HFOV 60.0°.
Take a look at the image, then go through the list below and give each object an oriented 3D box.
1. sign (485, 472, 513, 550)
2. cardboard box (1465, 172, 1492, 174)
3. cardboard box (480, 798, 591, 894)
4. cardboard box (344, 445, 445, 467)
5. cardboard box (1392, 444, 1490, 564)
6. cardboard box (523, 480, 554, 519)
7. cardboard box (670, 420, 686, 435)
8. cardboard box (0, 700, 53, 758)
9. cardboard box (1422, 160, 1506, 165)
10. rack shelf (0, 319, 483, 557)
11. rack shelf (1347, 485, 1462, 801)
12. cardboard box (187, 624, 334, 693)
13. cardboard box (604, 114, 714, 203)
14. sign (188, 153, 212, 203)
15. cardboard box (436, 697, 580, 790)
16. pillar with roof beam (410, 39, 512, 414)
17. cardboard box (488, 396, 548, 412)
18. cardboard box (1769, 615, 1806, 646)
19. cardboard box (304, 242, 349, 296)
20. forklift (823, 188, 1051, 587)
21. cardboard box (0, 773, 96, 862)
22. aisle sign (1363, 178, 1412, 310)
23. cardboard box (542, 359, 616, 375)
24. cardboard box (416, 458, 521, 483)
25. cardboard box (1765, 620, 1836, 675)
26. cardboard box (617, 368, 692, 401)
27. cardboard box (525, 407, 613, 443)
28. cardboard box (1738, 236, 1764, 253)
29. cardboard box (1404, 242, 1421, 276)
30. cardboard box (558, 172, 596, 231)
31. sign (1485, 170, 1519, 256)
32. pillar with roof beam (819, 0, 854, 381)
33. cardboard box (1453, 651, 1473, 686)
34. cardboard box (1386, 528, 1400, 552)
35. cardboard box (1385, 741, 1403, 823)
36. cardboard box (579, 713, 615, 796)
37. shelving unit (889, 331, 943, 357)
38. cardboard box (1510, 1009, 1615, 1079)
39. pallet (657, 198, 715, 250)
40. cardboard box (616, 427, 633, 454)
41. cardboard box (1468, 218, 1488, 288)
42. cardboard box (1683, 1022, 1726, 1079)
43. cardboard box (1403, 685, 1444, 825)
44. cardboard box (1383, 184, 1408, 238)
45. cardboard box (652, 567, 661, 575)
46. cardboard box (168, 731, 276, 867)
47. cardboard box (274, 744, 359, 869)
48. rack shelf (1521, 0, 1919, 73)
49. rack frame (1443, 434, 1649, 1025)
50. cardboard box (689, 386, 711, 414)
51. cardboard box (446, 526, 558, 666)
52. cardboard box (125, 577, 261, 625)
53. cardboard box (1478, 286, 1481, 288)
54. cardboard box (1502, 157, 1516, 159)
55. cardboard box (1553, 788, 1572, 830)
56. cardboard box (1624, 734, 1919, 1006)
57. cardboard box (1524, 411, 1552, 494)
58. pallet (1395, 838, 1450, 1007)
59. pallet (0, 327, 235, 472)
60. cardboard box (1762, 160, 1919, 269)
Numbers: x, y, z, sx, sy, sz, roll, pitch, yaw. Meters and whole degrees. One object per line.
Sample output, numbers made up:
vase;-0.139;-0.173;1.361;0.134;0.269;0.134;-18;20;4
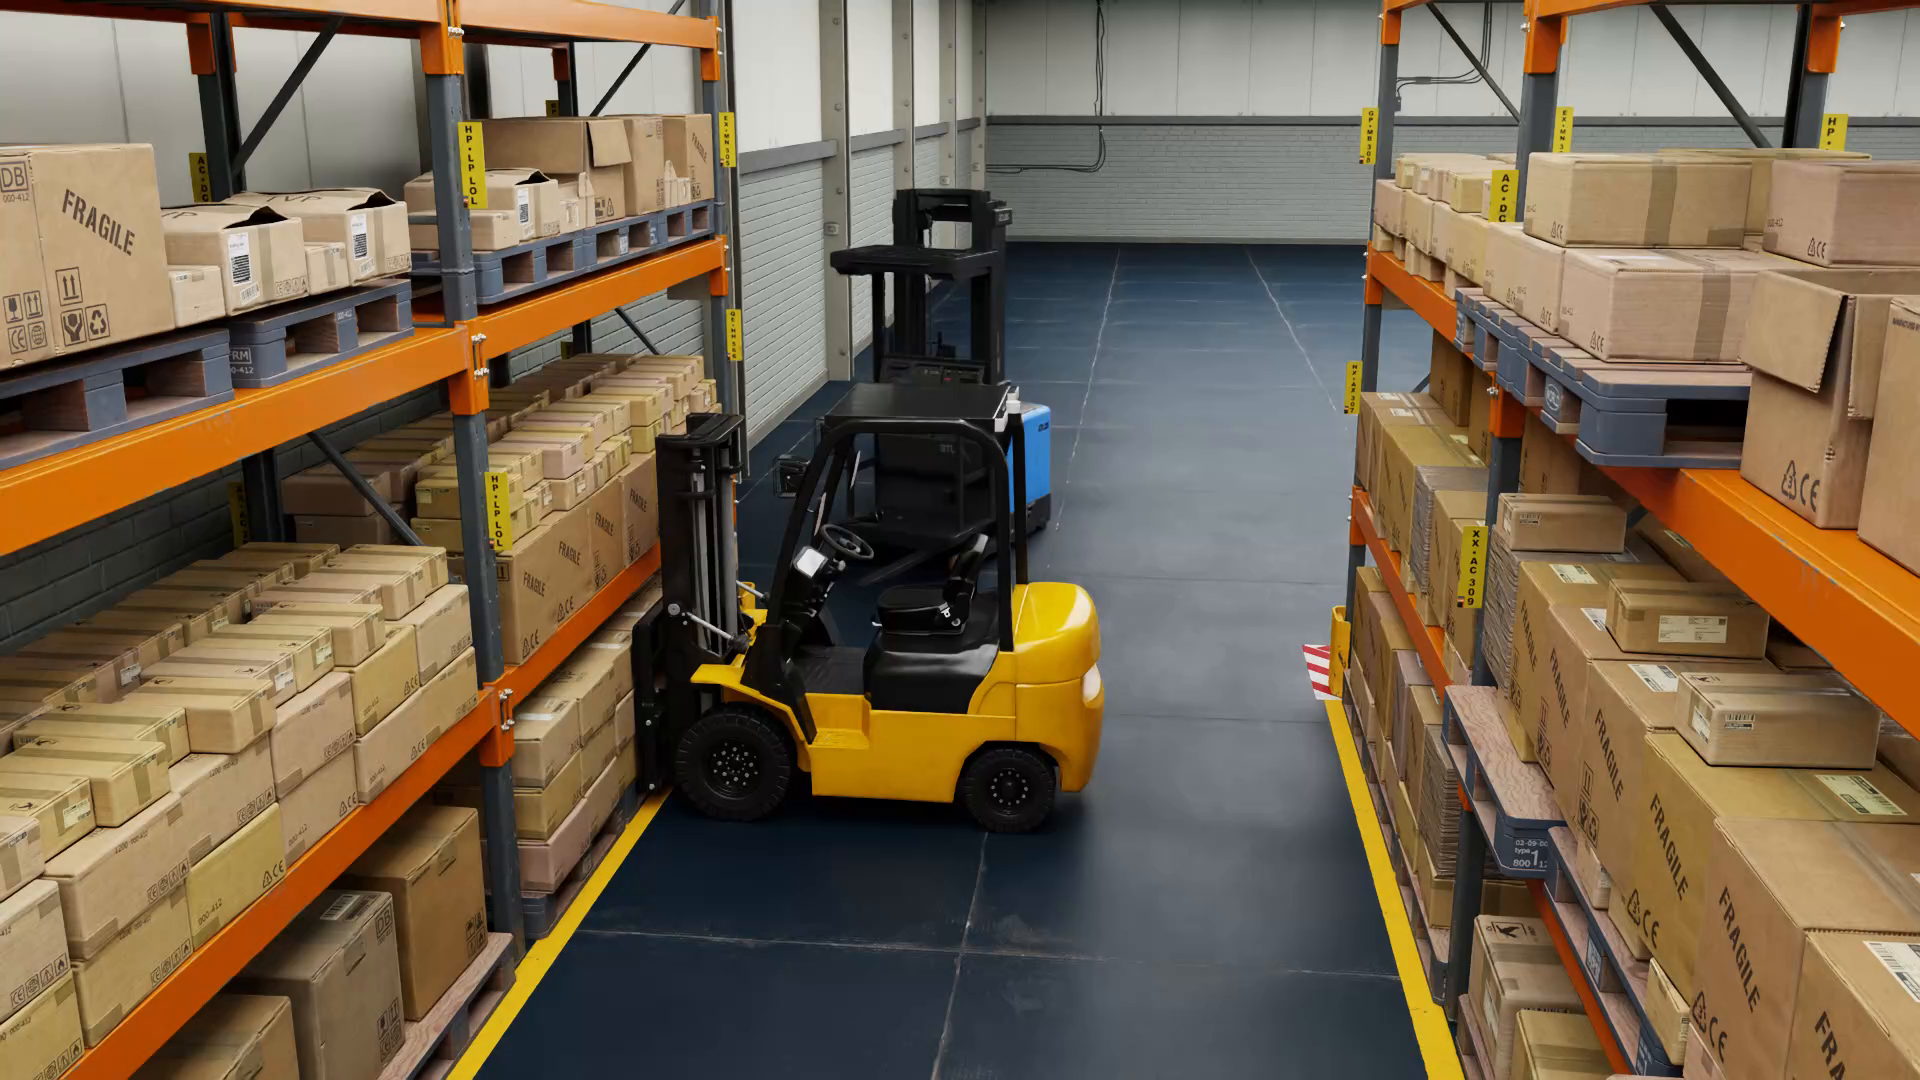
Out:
sign;-1.885;-0.117;6.780;0.100;0.325;0.005;2;15;6
cardboard box;2.428;-1.535;7.300;0.380;0.149;0.250;1;15;5
cardboard box;-2.041;1.400;7.703;0.500;0.250;0.500;2;15;7
cardboard box;-2.603;-0.339;7.665;0.380;0.149;0.250;2;15;6
cardboard box;2.469;-0.180;8.320;0.500;0.500;0.500;1;15;5
cardboard box;-2.098;-0.181;7.652;0.380;0.149;0.250;2;15;6
cardboard box;-1.836;-0.425;9.797;0.500;0.500;0.500;2;15;8
cardboard box;-2.887;0.578;4.845;0.380;0.149;0.250;2;15;8
cardboard box;2.579;-1.868;8.532;0.380;0.149;0.250;2;15;6
rack shelf;-2.651;-0.191;4.755;1.077;0.370;4.000;2;15;6
rack shelf;2.733;0.364;8.446;1.077;0.370;4.000;2;15;6
cardboard box;-2.324;0.392;5.532;0.380;0.149;0.250;1;15;5
cardboard box;-1.781;-2.272;9.884;0.500;0.500;0.500;2;15;8
sign;-2.977;-1.361;6.561;0.100;0.325;0.005;2;15;6
cardboard box;-2.059;0.916;7.574;0.500;0.250;0.500;1;15;5
pillar with roof beam;1.330;-3.262;8.986;9.100;9.000;0.400;2;15;6
cardboard box;-2.427;-0.671;8.892;0.380;0.149;0.250;2;15;7
cardboard box;2.607;0.205;4.847;0.380;0.149;0.250;1;15;4
cardboard box;-2.247;-0.893;5.456;0.380;0.149;0.250;2;15;6
forklift;-0.324;-1.258;13.198;1.130;2.935;3.031;8;17;26
cardboard box;-2.500;0.722;4.312;0.380;0.149;0.250;2;15;7
aisle sign;2.658;-1.782;10.024;0.394;0.787;0.004;2;15;6
cardboard box;-2.316;-1.004;10.124;0.380;0.149;0.250;2;15;8
cardboard box;-2.172;-0.259;7.370;0.380;0.149;0.250;2;15;7
cardboard box;2.564;0.530;4.889;0.500;0.500;0.500;2;15;8
cardboard box;-1.804;-0.919;9.811;0.380;0.149;0.250;2;15;8
cardboard box;-2.017;-0.590;8.593;0.380;0.149;0.250;2;15;6
cardboard box;2.523;-0.756;4.946;0.500;0.250;0.500;2;15;7
cardboard box;2.457;-1.417;8.389;0.380;0.149;0.250;2;15;7
cardboard box;-1.956;-1.619;7.920;0.396;0.266;0.258;1;15;5
sign;1.967;-1.176;6.027;0.100;0.325;0.005;2;15;6
pillar with roof beam;2.684;-6.374;20.496;9.100;9.000;0.400;2;15;6
cardboard box;2.241;0.565;6.808;0.380;0.149;0.250;2;15;6
cardboard box;2.520;-0.033;9.020;0.380;0.149;0.250;2;15;8
cardboard box;2.419;1.229;8.333;0.500;0.250;0.500;2;15;7
cardboard box;-2.009;1.027;8.123;0.500;0.250;0.500;2;15;6
shelving unit;-0.370;-1.104;15.373;0.538;1.500;1.048;-1;15;-5
cardboard box;2.373;1.924;5.529;0.950;0.372;0.625;3;15;10
pallet;-2.079;-1.870;9.752;1.003;0.211;1.213;2;15;6
cardboard box;-1.972;-0.515;8.884;0.380;0.149;0.250;2;15;6
cardboard box;2.290;-1.106;6.477;0.500;0.250;0.500;2;15;6
cardboard box;1.838;1.197;3.667;0.380;0.149;0.250;1;15;4
cardboard box;2.363;1.005;7.725;0.500;0.500;0.500;2;15;7
cardboard box;2.571;-1.768;8.924;0.500;0.250;0.500;1;15;5
cardboard box;-1.767;0.256;10.015;0.500;0.250;0.500;2;15;7
cardboard box;-2.416;0.753;4.960;0.500;0.250;0.500;2;15;7
cardboard box;-2.360;0.860;5.523;0.500;0.250;0.500;2;15;7
rack shelf;2.282;-1.301;3.878;1.077;0.370;4.000;2;15;6
rack frame;2.507;0.536;6.434;1.000;3.000;0.127;2;15;6
cardboard box;-1.734;-0.843;10.098;0.380;0.149;0.250;2;15;7
cardboard box;-2.115;0.235;7.355;0.500;0.500;0.500;1;15;5
cardboard box;-2.789;0.247;6.068;0.380;0.149;0.250;2;15;6
cardboard box;2.361;-1.012;6.892;0.380;0.149;0.250;2;15;7
cardboard box;3.136;-1.984;8.961;0.380;0.149;0.250;2;15;6
cardboard box;2.068;0.794;5.155;0.380;0.149;0.250;2;15;7
cardboard box;1.934;0.787;3.938;0.500;0.500;0.500;1;15;2
cardboard box;2.852;-0.378;7.137;0.700;0.500;0.500;2;15;7
pallet;2.548;1.707;7.446;1.003;0.211;1.213;2;15;6
pallet;-2.765;-0.398;4.501;1.003;0.211;1.213;2;15;9
cardboard box;2.475;-0.864;4.391;0.500;0.250;0.500;2;15;7
